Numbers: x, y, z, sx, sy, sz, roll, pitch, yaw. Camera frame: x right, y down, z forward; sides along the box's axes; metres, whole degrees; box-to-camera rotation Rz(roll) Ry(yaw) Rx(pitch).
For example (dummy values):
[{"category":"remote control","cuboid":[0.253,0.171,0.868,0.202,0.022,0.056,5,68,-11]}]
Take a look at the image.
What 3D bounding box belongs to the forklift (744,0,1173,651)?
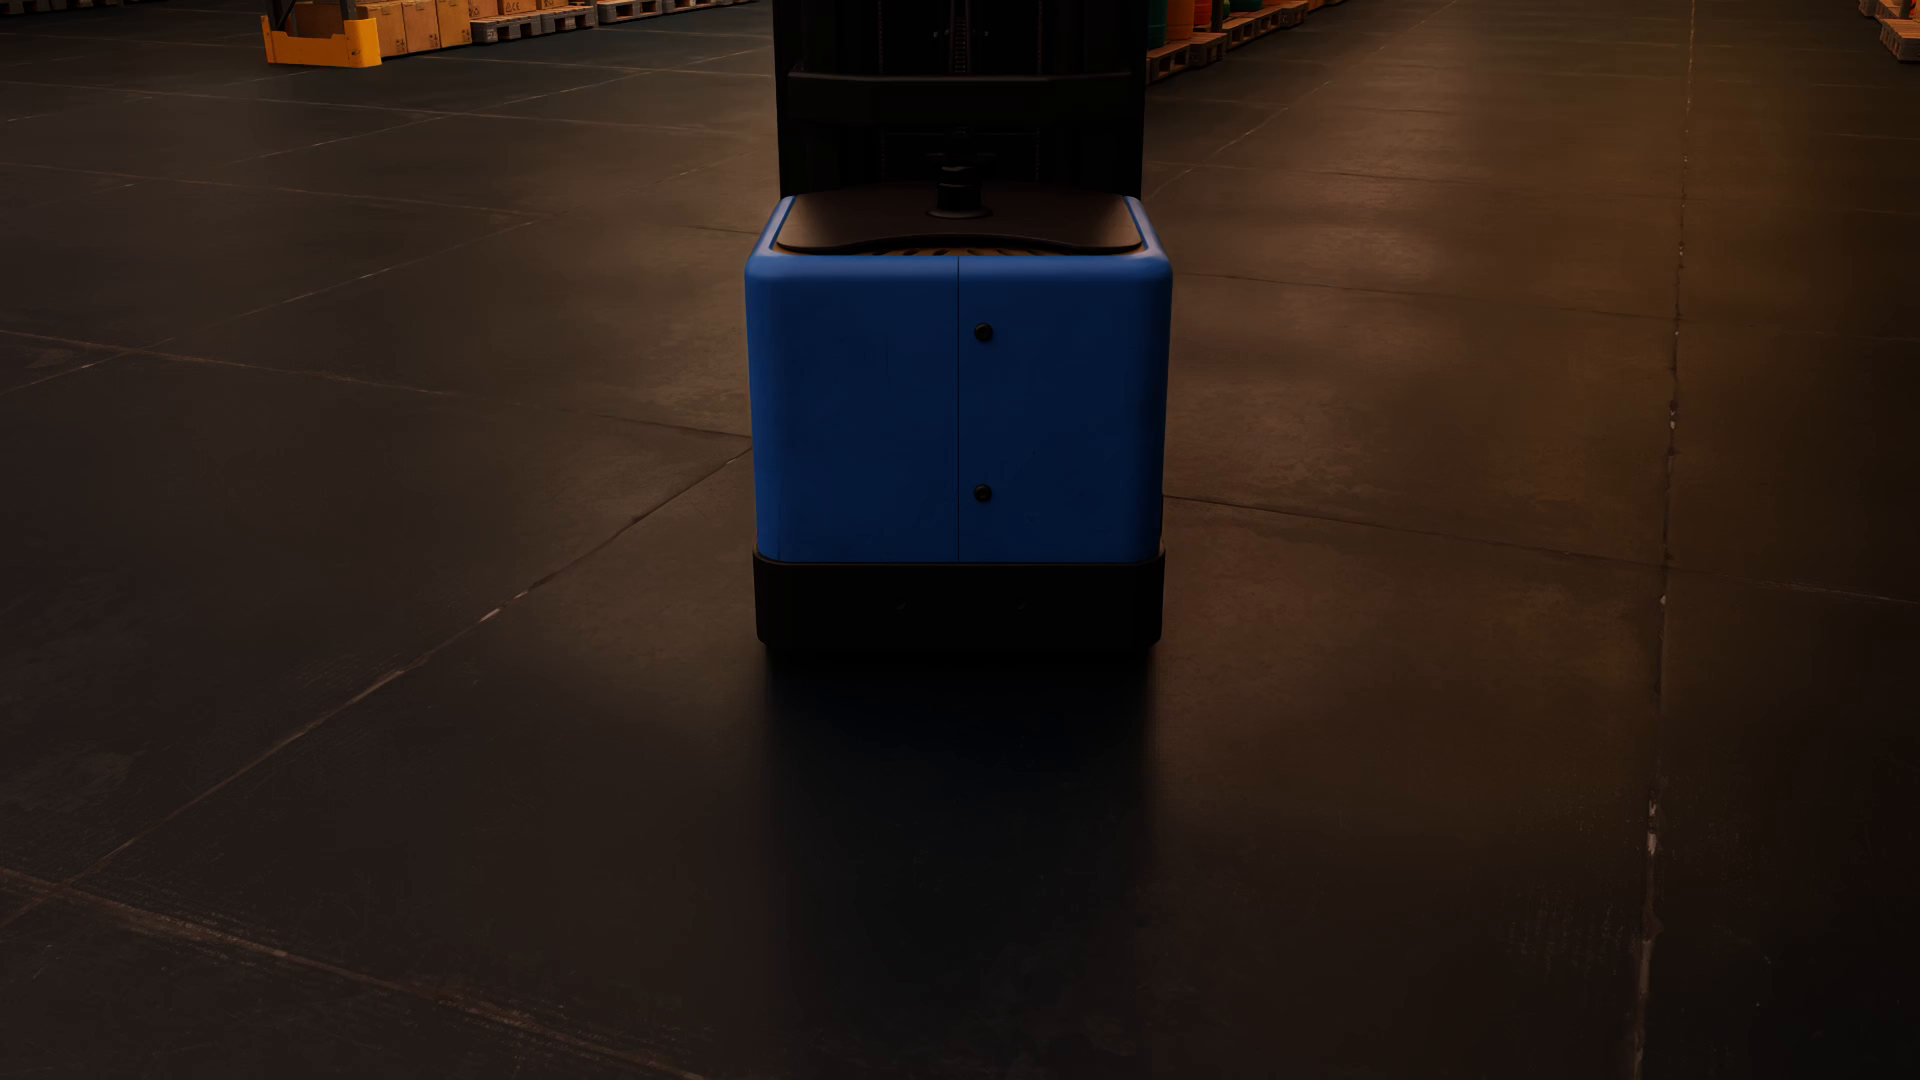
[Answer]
[{"category":"forklift","cuboid":[0.002,-1.587,5.089,1.130,2.935,3.031,0,23,0]}]
